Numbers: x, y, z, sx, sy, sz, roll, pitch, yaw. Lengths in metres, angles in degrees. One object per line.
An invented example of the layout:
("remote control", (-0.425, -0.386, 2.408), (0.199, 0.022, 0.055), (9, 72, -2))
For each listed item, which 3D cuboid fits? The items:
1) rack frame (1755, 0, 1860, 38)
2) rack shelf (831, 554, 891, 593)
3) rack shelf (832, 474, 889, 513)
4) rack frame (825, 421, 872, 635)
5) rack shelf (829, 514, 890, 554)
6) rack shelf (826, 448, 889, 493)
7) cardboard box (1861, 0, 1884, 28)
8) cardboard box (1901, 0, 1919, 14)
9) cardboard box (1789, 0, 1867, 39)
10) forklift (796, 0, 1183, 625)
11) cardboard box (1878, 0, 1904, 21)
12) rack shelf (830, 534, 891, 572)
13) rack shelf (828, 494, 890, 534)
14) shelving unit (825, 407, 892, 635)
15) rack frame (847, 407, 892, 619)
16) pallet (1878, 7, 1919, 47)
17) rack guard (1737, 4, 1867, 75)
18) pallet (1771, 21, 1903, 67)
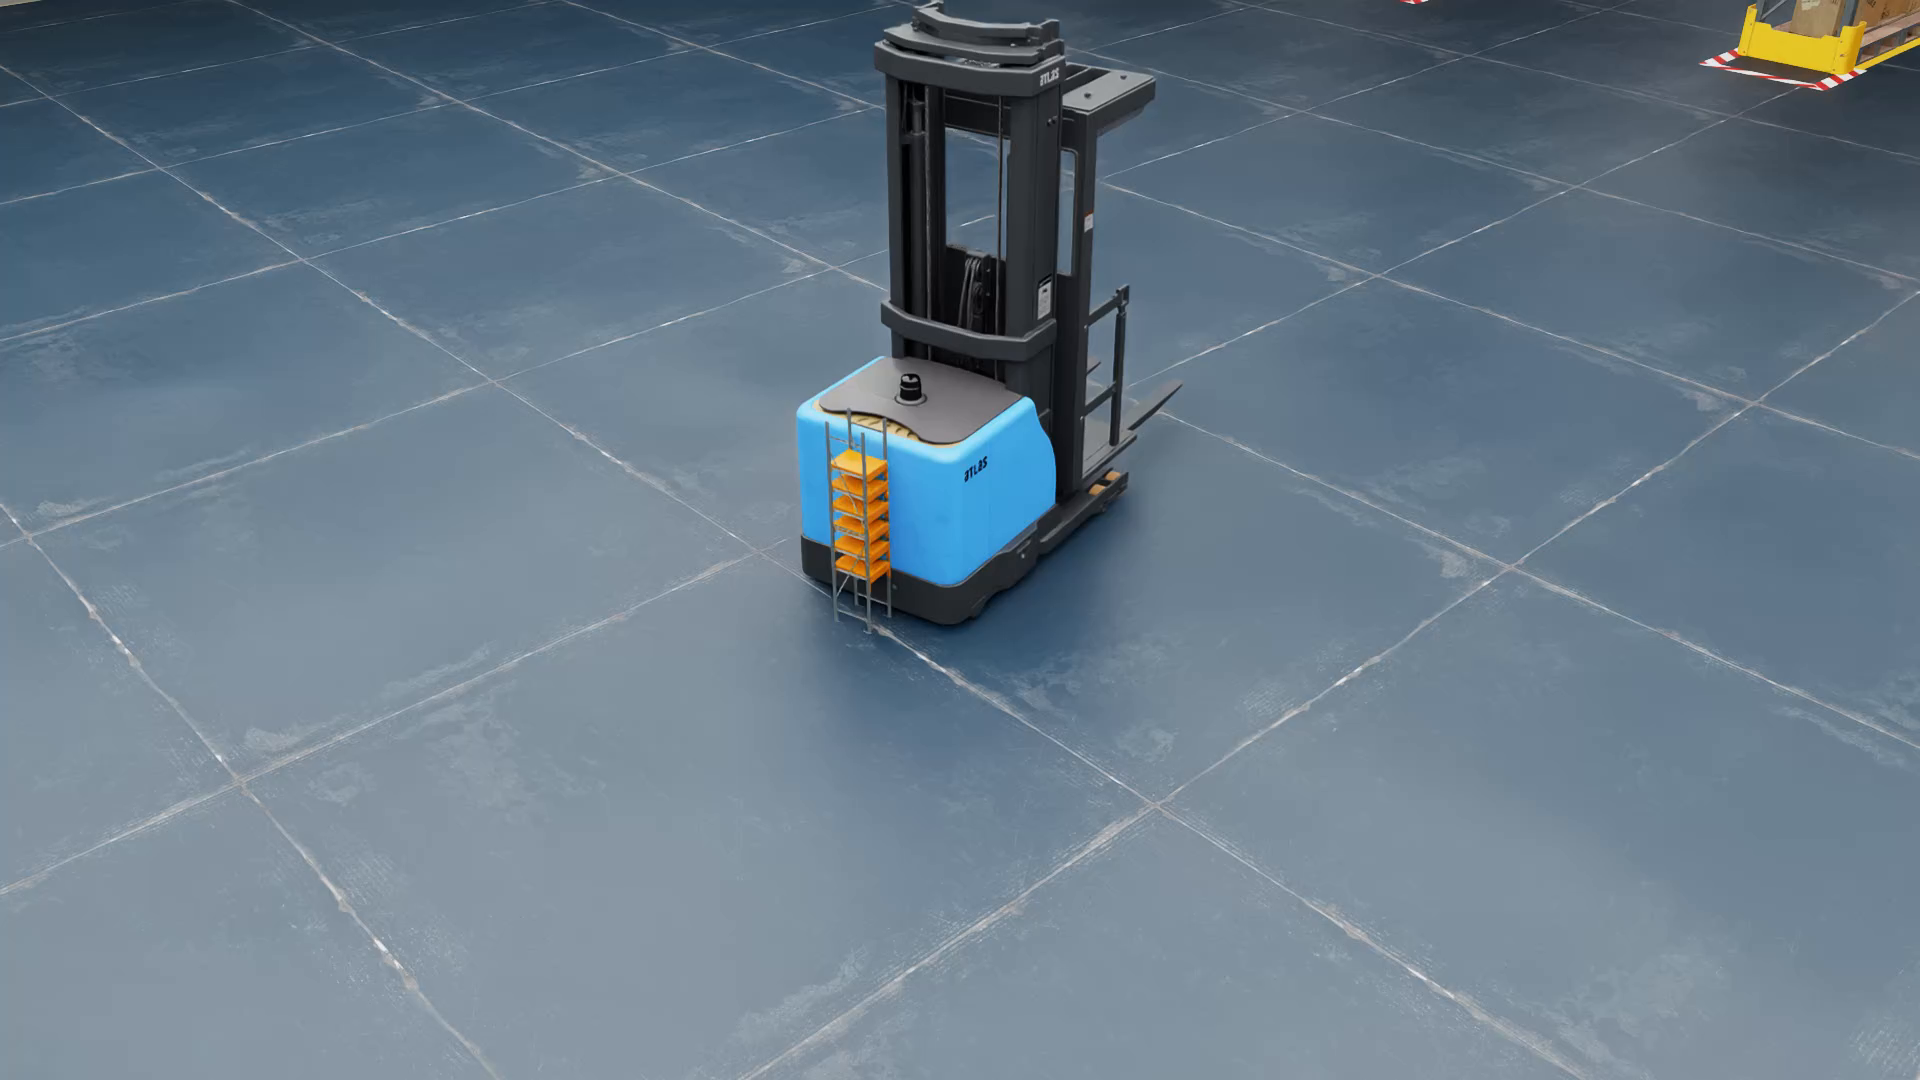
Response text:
("rack frame", (9.028, -6.461, 17.276), (0.127, 3.000, 1.000), (-26, 40, -35))
("rack shelf", (-0.518, 0.157, 8.722), (0.258, 0.103, 0.180), (19, 36, 28))
("rack shelf", (-0.518, -0.252, 8.472), (0.258, 0.103, 0.180), (19, 36, 28))
("rack frame", (-0.568, -0.045, 8.508), (0.240, 1.200, 0.006), (19, 36, 28))
("rack shelf", (-0.518, -0.047, 8.597), (0.258, 0.103, 0.180), (19, 36, 28))
("rack shelf", (-0.518, -0.355, 8.409), (0.258, 0.103, 0.180), (19, 36, 28))
("cardboard box", (9.912, -6.014, 18.538), (0.500, 0.500, 0.500), (-15, 35, -23))
("cardboard box", (10.823, -6.410, 19.185), (0.500, 0.500, 0.500), (25, 39, 35))
("cardboard box", (9.497, -5.789, 18.170), (0.500, 0.500, 0.500), (-18, 36, -27))
("forklift", (0.353, -1.533, 9.283), (1.130, 2.935, 3.031), (19, 36, 28))
("cardboard box", (10.384, -6.229, 18.890), (0.500, 0.500, 0.500), (-22, 38, -31))
("rack shelf", (-0.518, 0.055, 8.660), (0.258, 0.103, 0.180), (19, 36, 28))
("rack shelf", (-0.518, -0.150, 8.535), (0.258, 0.103, 0.180), (19, 36, 28))
("shelving unit", (-0.518, -0.085, 8.574), (0.258, 1.200, 0.189), (19, 36, 28))
("rack frame", (-0.468, -0.125, 8.639), (0.240, 1.200, 0.006), (19, 36, 28))
("pallet", (10.597, -6.004, 19.201), (1.213, 0.211, 1.003), (-26, 40, -35))
("rack guard", (9.083, -5.422, 17.972), (0.348, 0.500, 1.175), (-26, 40, -35))
("pallet", (9.703, -5.573, 18.497), (1.213, 0.211, 1.003), (-26, 40, -35))
